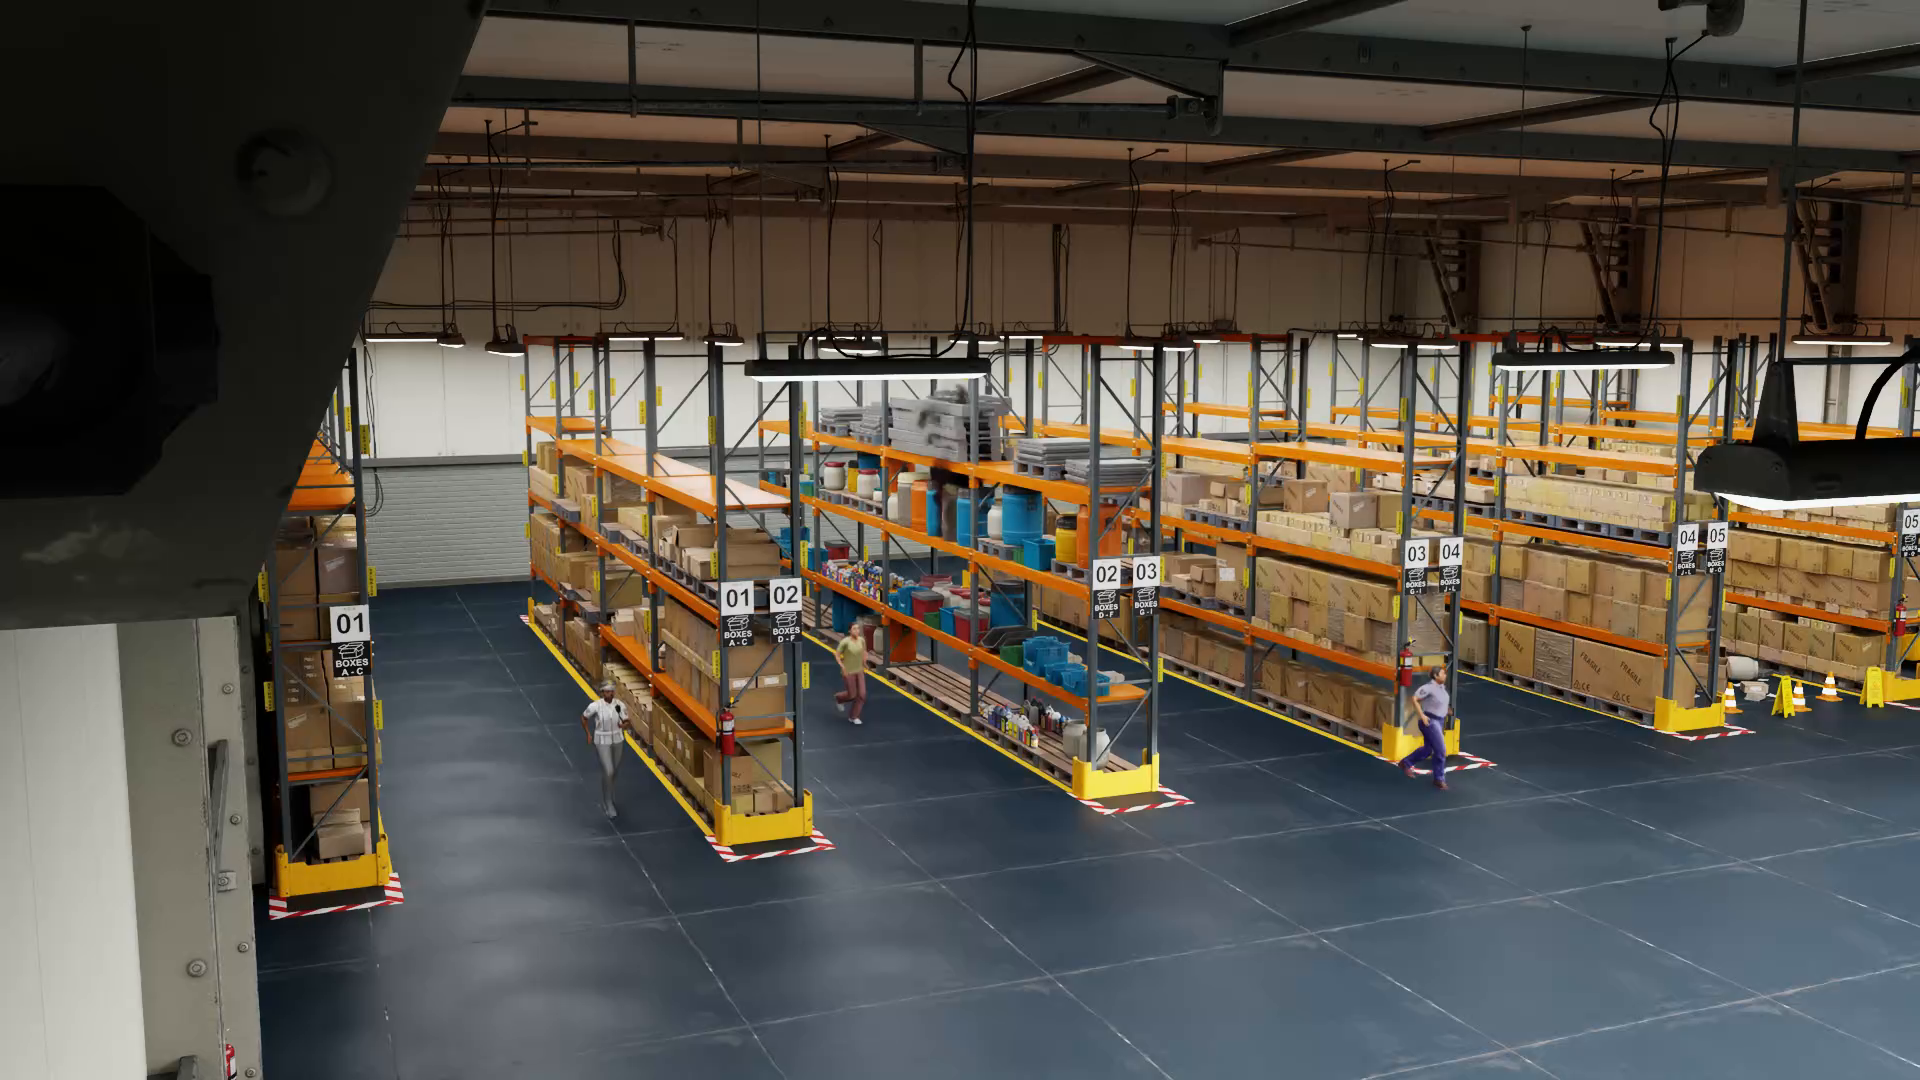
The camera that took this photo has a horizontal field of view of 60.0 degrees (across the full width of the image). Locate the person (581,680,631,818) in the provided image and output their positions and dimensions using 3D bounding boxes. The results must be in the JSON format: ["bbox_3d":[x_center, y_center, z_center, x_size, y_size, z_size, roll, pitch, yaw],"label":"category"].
[{"bbox_3d":[-4.537,2.652,21.439,0.547,1.756,0.777,-5,9,-35],"label":"person"}]

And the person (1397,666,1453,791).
[{"bbox_3d":[6.411,2.550,22.707,0.825,1.677,0.631,5,9,36],"label":"person"}]

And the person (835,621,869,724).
[{"bbox_3d":[-1.724,2.062,26.176,0.554,1.621,0.622,-5,9,-33],"label":"person"}]

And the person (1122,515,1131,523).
[{"bbox_3d":[3.945,0.056,41.307,0.774,1.624,0.716,-3,8,-20],"label":"person"}]
